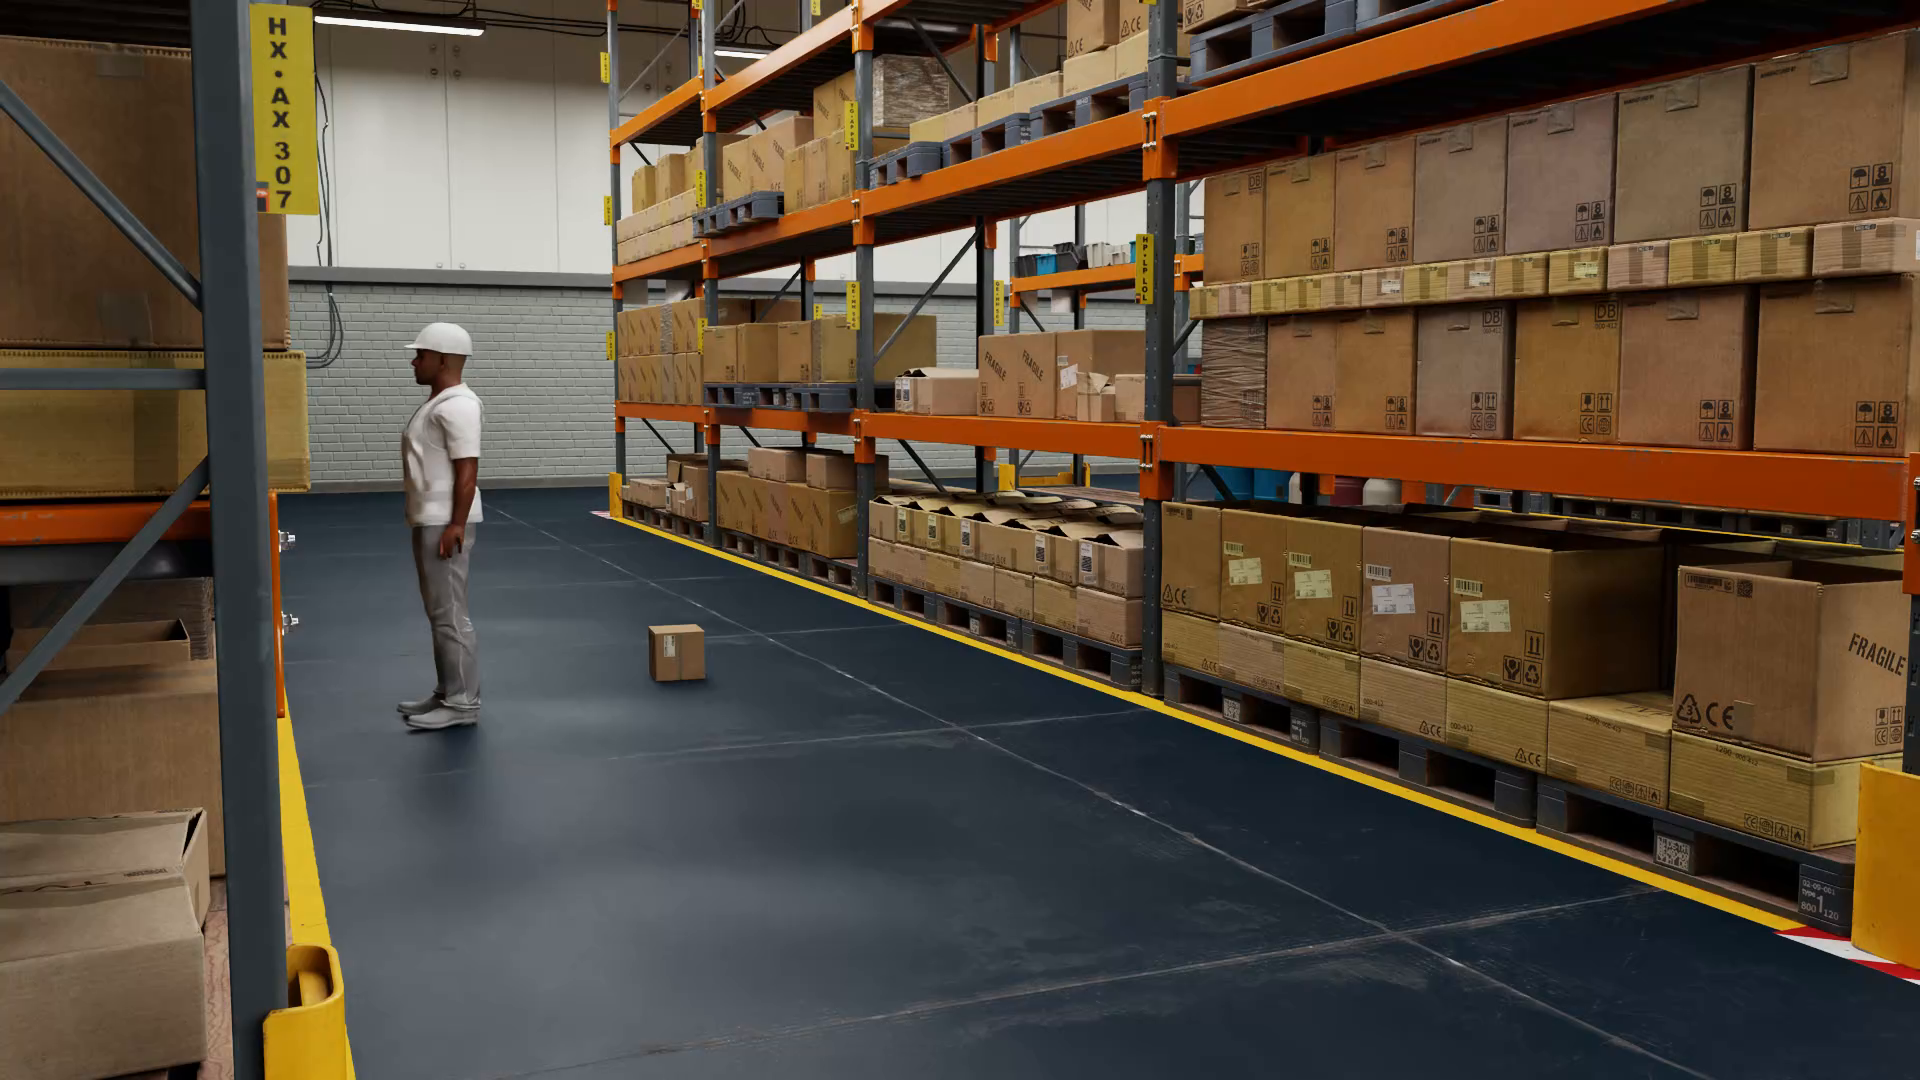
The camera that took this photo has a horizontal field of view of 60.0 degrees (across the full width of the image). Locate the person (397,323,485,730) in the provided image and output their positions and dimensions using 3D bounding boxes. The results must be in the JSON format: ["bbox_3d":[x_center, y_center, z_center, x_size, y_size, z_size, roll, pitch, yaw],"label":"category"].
[{"bbox_3d":[-2.298,-0.069,7.357,0.377,1.771,0.569,-2,6,-25],"label":"person"}]
